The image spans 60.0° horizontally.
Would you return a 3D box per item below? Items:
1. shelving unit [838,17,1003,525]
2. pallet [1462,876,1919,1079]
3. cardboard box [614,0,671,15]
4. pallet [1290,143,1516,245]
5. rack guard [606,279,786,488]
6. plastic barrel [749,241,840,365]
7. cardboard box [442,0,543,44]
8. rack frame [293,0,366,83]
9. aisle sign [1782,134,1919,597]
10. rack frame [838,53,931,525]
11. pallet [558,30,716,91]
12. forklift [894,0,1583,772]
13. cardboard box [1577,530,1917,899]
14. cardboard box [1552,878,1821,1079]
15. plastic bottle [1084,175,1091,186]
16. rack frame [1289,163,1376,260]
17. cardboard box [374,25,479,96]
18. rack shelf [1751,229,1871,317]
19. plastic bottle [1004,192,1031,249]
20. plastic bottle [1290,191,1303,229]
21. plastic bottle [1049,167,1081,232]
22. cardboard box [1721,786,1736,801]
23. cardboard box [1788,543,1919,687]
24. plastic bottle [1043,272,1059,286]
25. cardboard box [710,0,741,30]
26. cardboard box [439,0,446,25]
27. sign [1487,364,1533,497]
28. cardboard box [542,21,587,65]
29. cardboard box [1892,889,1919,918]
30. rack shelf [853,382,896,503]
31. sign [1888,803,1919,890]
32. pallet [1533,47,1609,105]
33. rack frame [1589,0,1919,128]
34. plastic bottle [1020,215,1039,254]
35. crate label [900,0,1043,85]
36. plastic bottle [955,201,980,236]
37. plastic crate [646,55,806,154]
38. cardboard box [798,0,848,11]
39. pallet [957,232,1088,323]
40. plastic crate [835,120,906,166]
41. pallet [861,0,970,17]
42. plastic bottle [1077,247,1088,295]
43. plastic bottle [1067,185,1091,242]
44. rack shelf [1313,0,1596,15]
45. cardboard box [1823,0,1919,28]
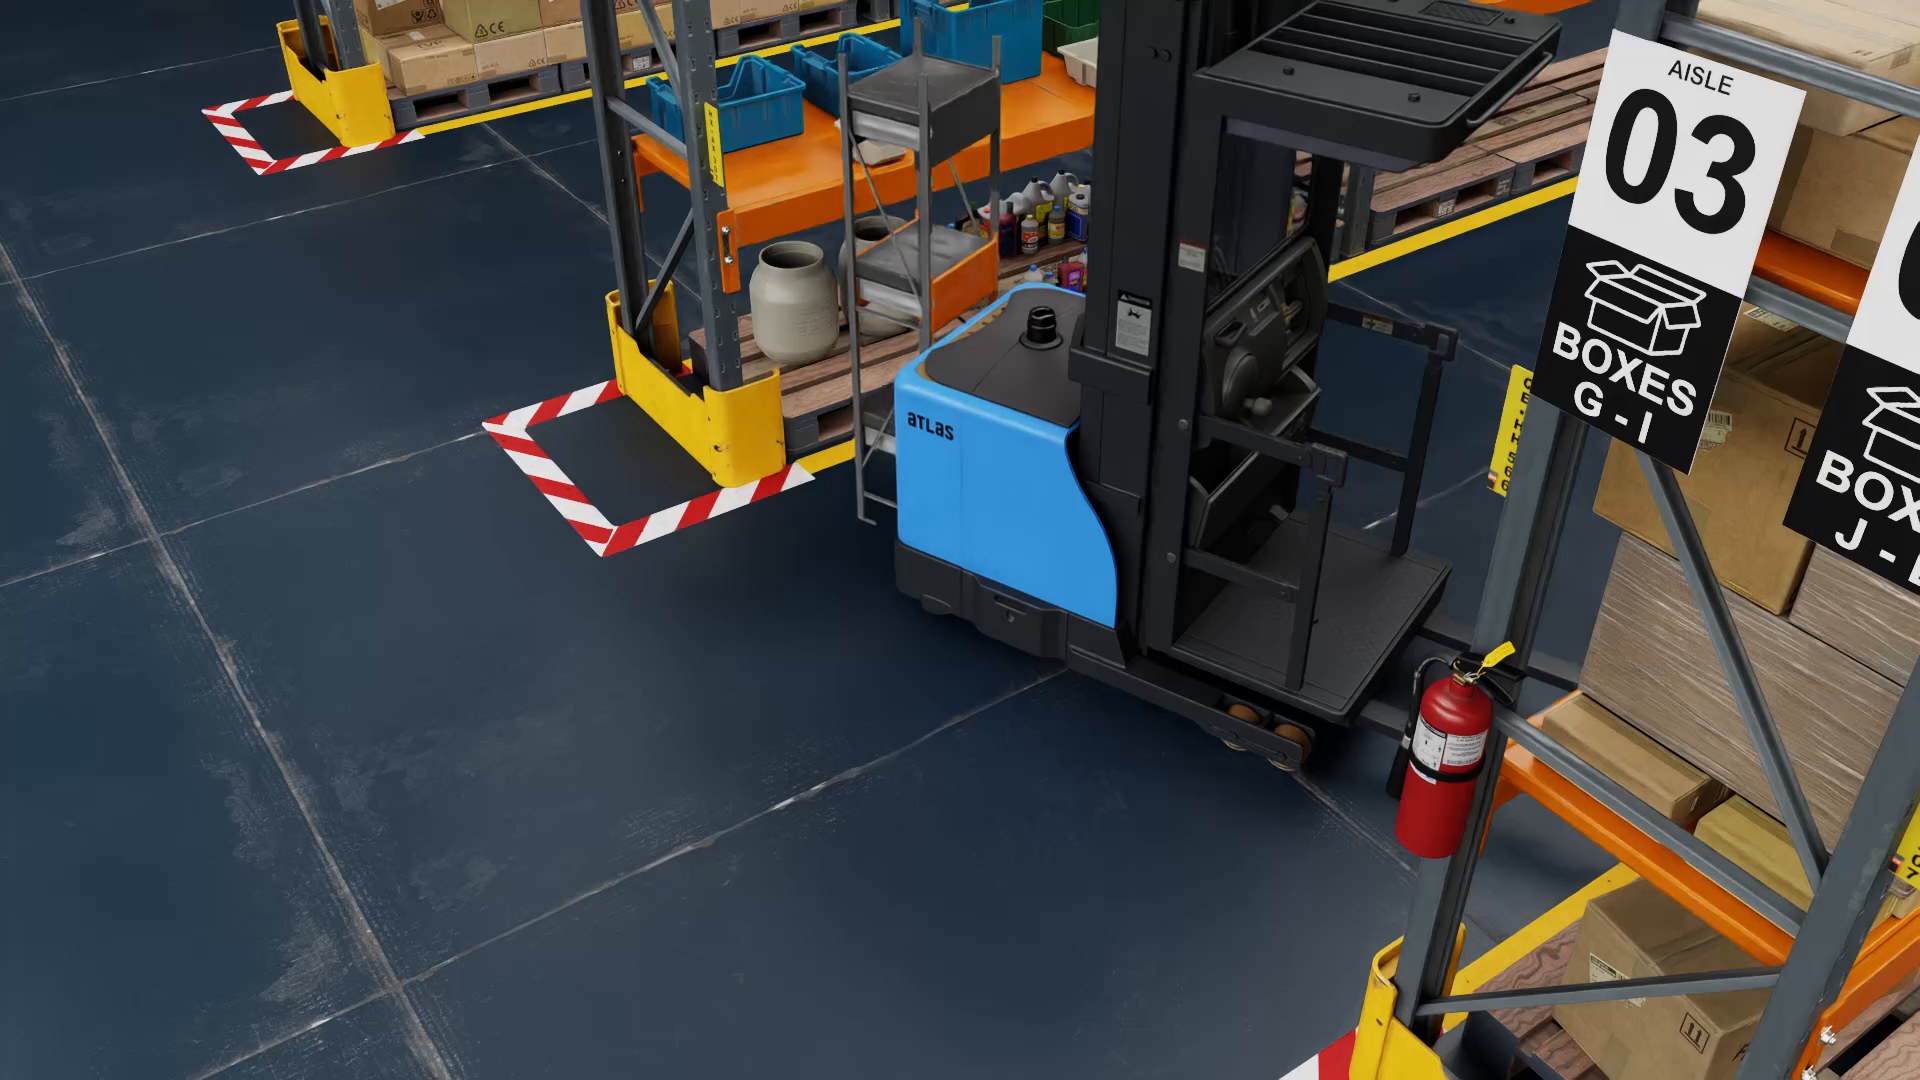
[{"bbox_3d":[-0.147,-1.003,6.847,0.431,2.100,0.503,21,41,27],"label":"shelving unit"},{"bbox_3d":[2.305,1.486,5.003,1.213,0.211,1.003,-22,41,-28],"label":"pallet"},{"bbox_3d":[-2.351,-4.029,11.636,0.500,0.500,0.500,-22,41,-28],"label":"cardboard box"},{"bbox_3d":[2.595,-2.224,10.161,1.213,0.211,1.003,-22,41,-28],"label":"pallet"},{"bbox_3d":[-1.259,-0.761,7.880,0.348,0.500,1.175,-22,41,-28],"label":"rack guard"},{"bbox_3d":[-0.800,-1.146,8.046,0.421,0.512,0.421,0,36,0],"label":"plastic barrel"},{"bbox_3d":[-3.171,-3.695,11.172,0.500,0.500,0.500,-22,41,-28],"label":"cardboard box"},{"bbox_3d":[-4.145,-4.093,10.372,0.127,3.000,1.000,-22,41,-28],"label":"rack frame"},{"bbox_3d":[1.681,-0.255,2.810,0.004,0.787,0.394,-22,41,-28],"label":"aisle sign"},{"bbox_3d":[-0.283,-0.885,6.682,0.400,2.100,0.015,21,41,27],"label":"rack frame"},{"bbox_3d":[-2.547,-3.646,12.139,1.213,0.211,1.003,-22,41,-28],"label":"pallet"},{"bbox_3d":[1.241,-0.703,5.717,3.031,2.935,1.130,21,41,27],"label":"forklift"},{"bbox_3d":[2.024,0.303,3.920,0.500,0.500,0.875,-22,41,-28],"label":"cardboard box"},{"bbox_3d":[2.079,1.278,4.685,0.500,0.500,0.500,-15,38,-20],"label":"cardboard box"},{"bbox_3d":[0.763,-1.977,9.379,0.133,0.283,0.061,-20,40,-26],"label":"plastic bottle"},{"bbox_3d":[1.975,-3.073,8.954,0.127,3.000,1.000,-22,41,-28],"label":"rack frame"},{"bbox_3d":[-3.578,-3.222,11.156,0.500,0.250,0.500,-22,41,-28],"label":"cardboard box"},{"bbox_3d":[3.194,-0.962,4.066,4.000,0.370,1.077,-22,41,-28],"label":"rack shelf"},{"bbox_3d":[0.290,-1.746,9.065,0.135,0.276,0.152,-24,42,-29],"label":"plastic bottle"},{"bbox_3d":[1.858,-1.845,9.266,0.097,0.201,0.097,0,36,0],"label":"plastic bottle"},{"bbox_3d":[0.575,-1.897,9.210,0.185,0.351,0.144,-23,42,-28],"label":"plastic bottle"},{"bbox_3d":[1.878,0.460,4.257,0.250,0.149,0.380,-22,41,-28],"label":"cardboard box"},{"bbox_3d":[2.166,0.014,3.465,0.500,0.500,0.500,-22,41,-28],"label":"cardboard box"},{"bbox_3d":[0.452,-1.266,8.462,0.097,0.201,0.097,0,36,0],"label":"plastic bottle"},{"bbox_3d":[-1.943,-3.894,12.090,0.500,0.250,0.500,-22,41,-28],"label":"cardboard box"},{"bbox_3d":[-3.475,-3.643,11.741,0.500,0.250,0.500,-22,41,-28],"label":"cardboard box"},{"bbox_3d":[1.256,-0.234,3.744,0.005,0.325,0.100,-22,41,-28],"label":"sign"},{"bbox_3d":[-2.763,-3.560,11.625,0.500,0.250,0.500,-22,41,-28],"label":"cardboard box"},{"bbox_3d":[2.145,0.681,3.949,0.250,0.149,0.380,-22,41,-28],"label":"cardboard box"},{"bbox_3d":[-0.147,-0.424,7.263,0.431,0.518,0.480,21,41,27],"label":"rack shelf"},{"bbox_3d":[1.872,0.543,3.184,0.005,0.325,0.100,-22,41,-28],"label":"sign"},{"bbox_3d":[4.589,-3.045,11.303,1.213,0.211,1.003,-22,41,-28],"label":"pallet"},{"bbox_3d":[1.559,-1.800,2.045,0.127,3.000,1.000,-22,41,-28],"label":"rack frame"},{"bbox_3d":[0.377,-1.663,9.012,0.097,0.201,0.097,0,36,0],"label":"plastic bottle"},{"bbox_3d":[0.054,-2.490,8.113,0.616,0.435,0.502,-22,41,-28],"label":"crate label"},{"bbox_3d":[0.039,-1.679,8.965,0.133,0.283,0.061,-21,41,-27],"label":"plastic bottle"},{"bbox_3d":[-1.058,-1.979,7.560,0.616,0.251,0.499,-22,41,-28],"label":"plastic crate"},{"bbox_3d":[-1.128,-4.233,12.561,0.500,0.250,0.500,-22,41,-28],"label":"cardboard box"},{"bbox_3d":[0.404,-1.322,8.908,1.213,0.211,1.003,-22,41,-28],"label":"pallet"},{"bbox_3d":[-0.377,-1.768,7.365,0.250,0.136,0.298,-22,41,-28],"label":"plastic crate"},{"bbox_3d":[-0.295,-4.573,13.428,1.213,0.211,1.003,-22,41,-28],"label":"pallet"},{"bbox_3d":[0.647,-1.375,8.553,0.097,0.271,0.097,0,36,0],"label":"plastic bottle"},{"bbox_3d":[0.681,-1.804,9.145,0.135,0.276,0.152,-22,41,-28],"label":"plastic bottle"},{"bbox_3d":[3.610,-3.454,10.100,4.000,0.370,1.077,-22,41,-28],"label":"rack shelf"},{"bbox_3d":[1.887,-0.957,3.229,0.250,0.149,0.380,-24,42,-29],"label":"cardboard box"}]
